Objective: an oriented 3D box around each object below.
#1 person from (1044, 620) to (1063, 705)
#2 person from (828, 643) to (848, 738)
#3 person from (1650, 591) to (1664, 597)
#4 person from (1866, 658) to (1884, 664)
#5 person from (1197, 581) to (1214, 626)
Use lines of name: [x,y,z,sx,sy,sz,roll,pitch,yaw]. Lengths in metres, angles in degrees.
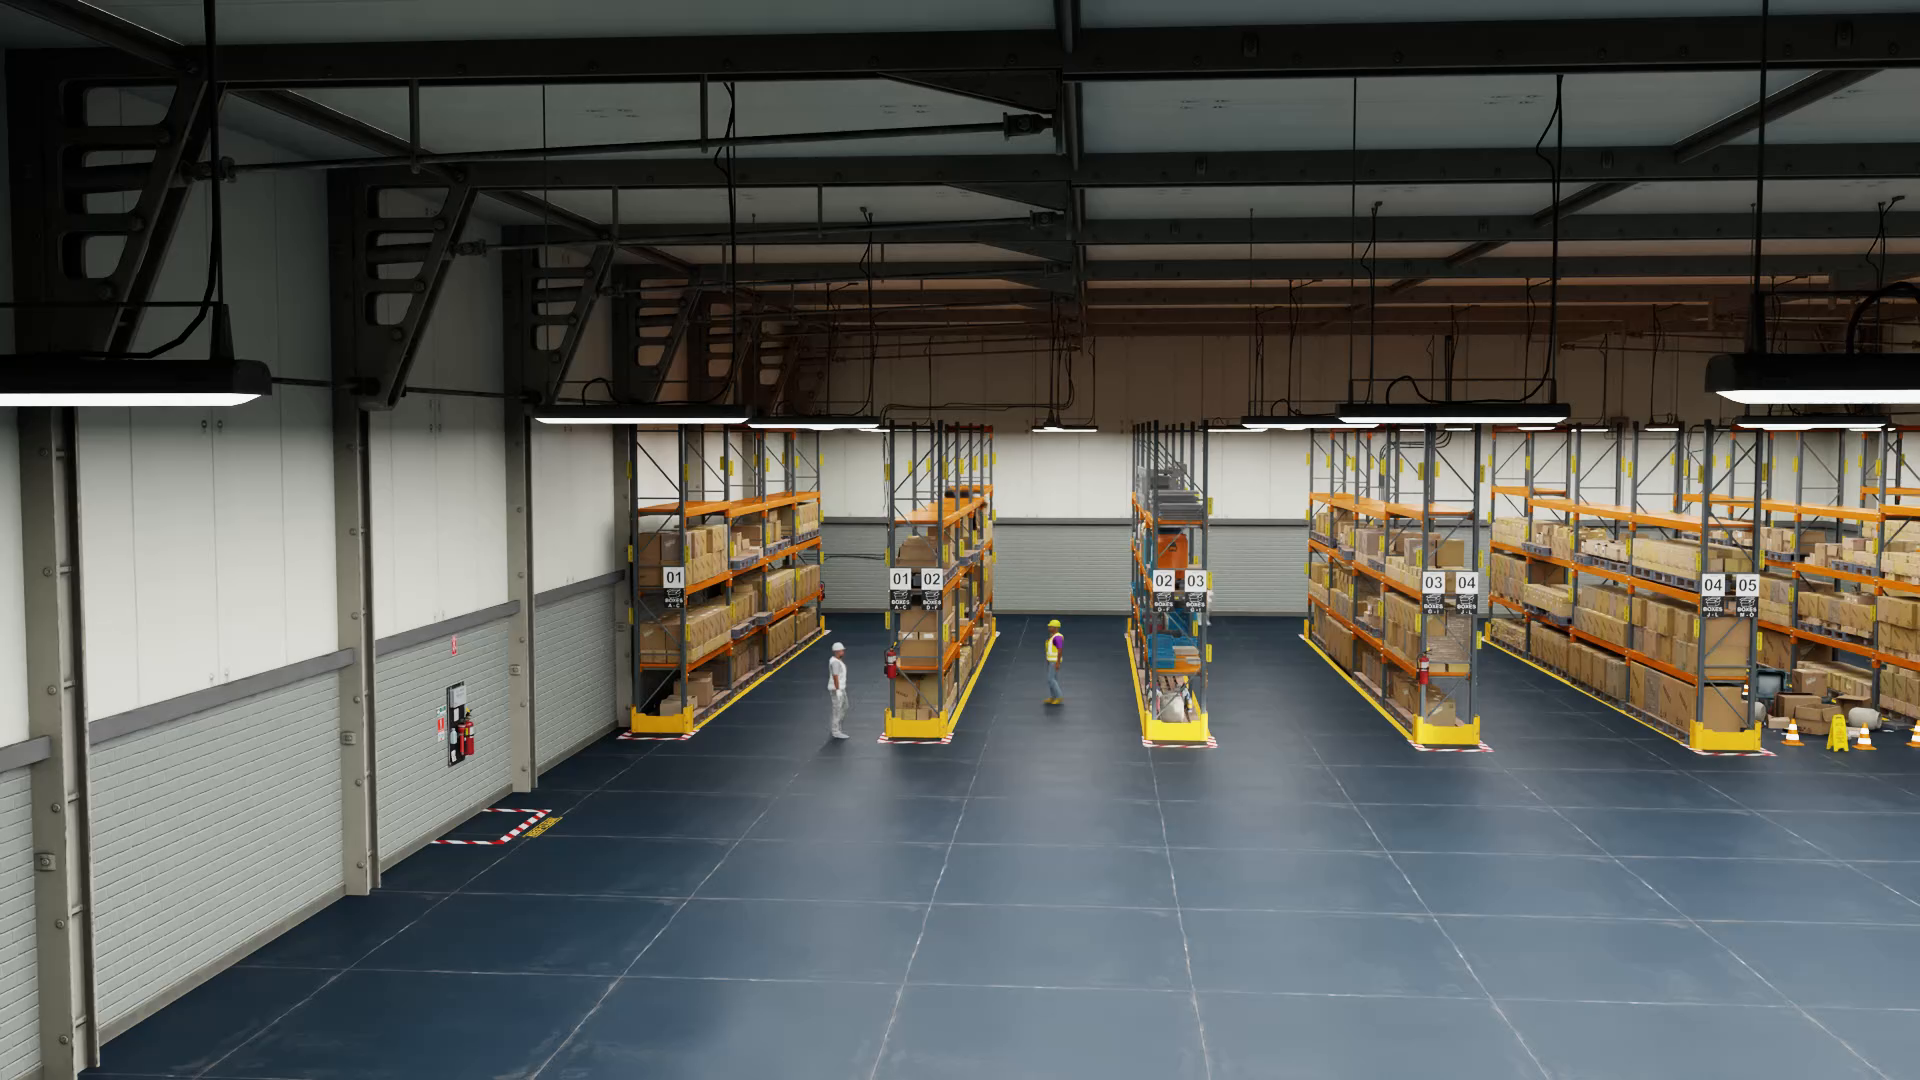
person: [1.983,2.595,35.424,0.388,1.784,0.618,-1,4,-10]
person: [-2.311,2.862,31.503,0.380,1.843,0.618,0,4,1]
person: [20.888,1.706,49.743,1.038,1.730,0.626,-1,4,-21]
person: [22.808,2.264,41.468,0.519,1.702,0.670,-1,4,-16]
person: [7.295,1.685,49.937,0.636,1.803,0.431,0,4,3]
